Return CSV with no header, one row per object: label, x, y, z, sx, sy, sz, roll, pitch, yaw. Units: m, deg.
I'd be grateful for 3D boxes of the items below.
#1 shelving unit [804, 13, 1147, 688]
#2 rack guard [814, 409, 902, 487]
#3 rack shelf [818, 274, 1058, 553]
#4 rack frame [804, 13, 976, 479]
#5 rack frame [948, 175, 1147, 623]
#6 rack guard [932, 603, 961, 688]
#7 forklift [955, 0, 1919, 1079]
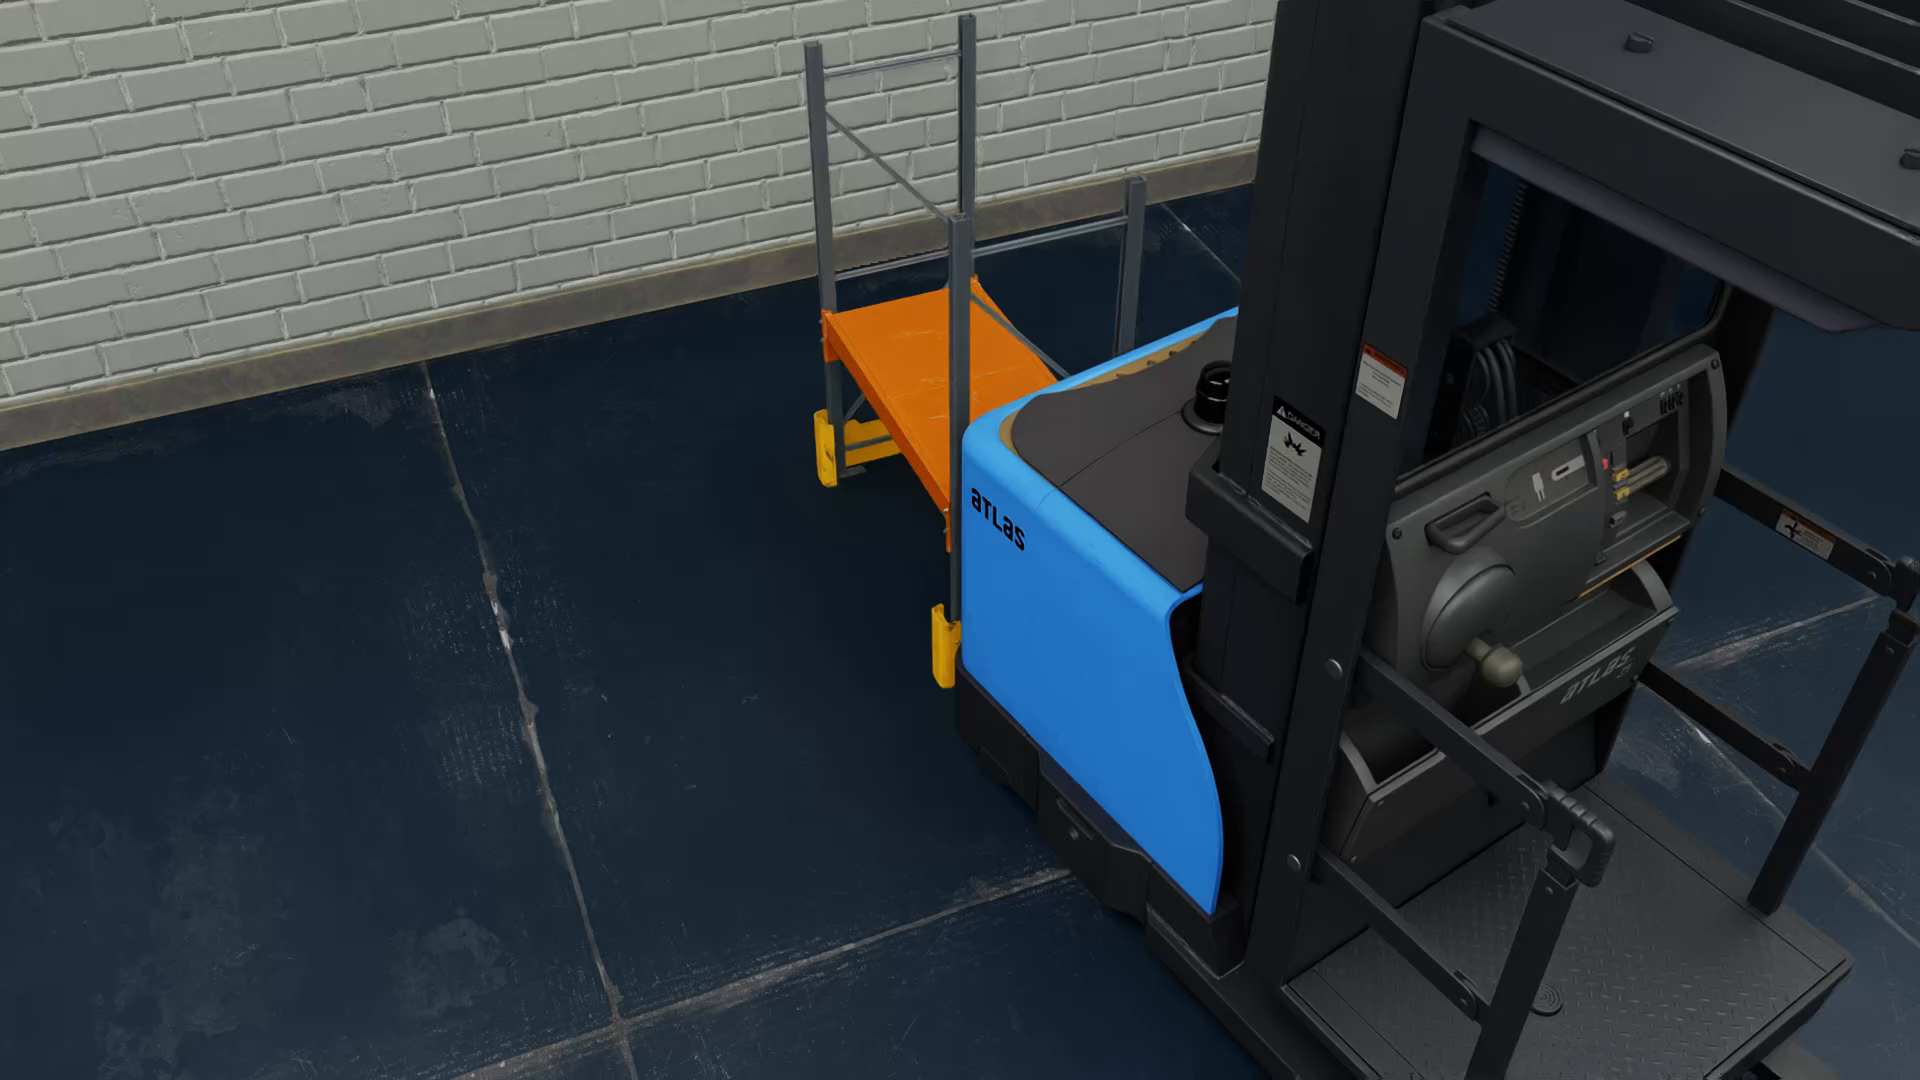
shelving unit,0.006,-0.540,4.728,0.587,1.500,1.083,-16,43,-17
rack guard,-0.189,-0.365,5.482,0.587,0.250,0.087,-16,43,-17
rack shelf,0.009,-0.398,4.838,0.538,0.185,1.000,-16,43,-17
rack frame,-0.190,-0.839,5.076,0.500,1.500,0.032,-16,43,-17
rack frame,0.209,-0.230,4.367,0.500,1.500,0.032,-16,43,-17
rack guard,0.201,0.233,4.788,0.587,0.250,0.087,-16,43,-17
forklift,1.247,0.028,2.969,1.130,2.935,3.031,-25,46,-26
